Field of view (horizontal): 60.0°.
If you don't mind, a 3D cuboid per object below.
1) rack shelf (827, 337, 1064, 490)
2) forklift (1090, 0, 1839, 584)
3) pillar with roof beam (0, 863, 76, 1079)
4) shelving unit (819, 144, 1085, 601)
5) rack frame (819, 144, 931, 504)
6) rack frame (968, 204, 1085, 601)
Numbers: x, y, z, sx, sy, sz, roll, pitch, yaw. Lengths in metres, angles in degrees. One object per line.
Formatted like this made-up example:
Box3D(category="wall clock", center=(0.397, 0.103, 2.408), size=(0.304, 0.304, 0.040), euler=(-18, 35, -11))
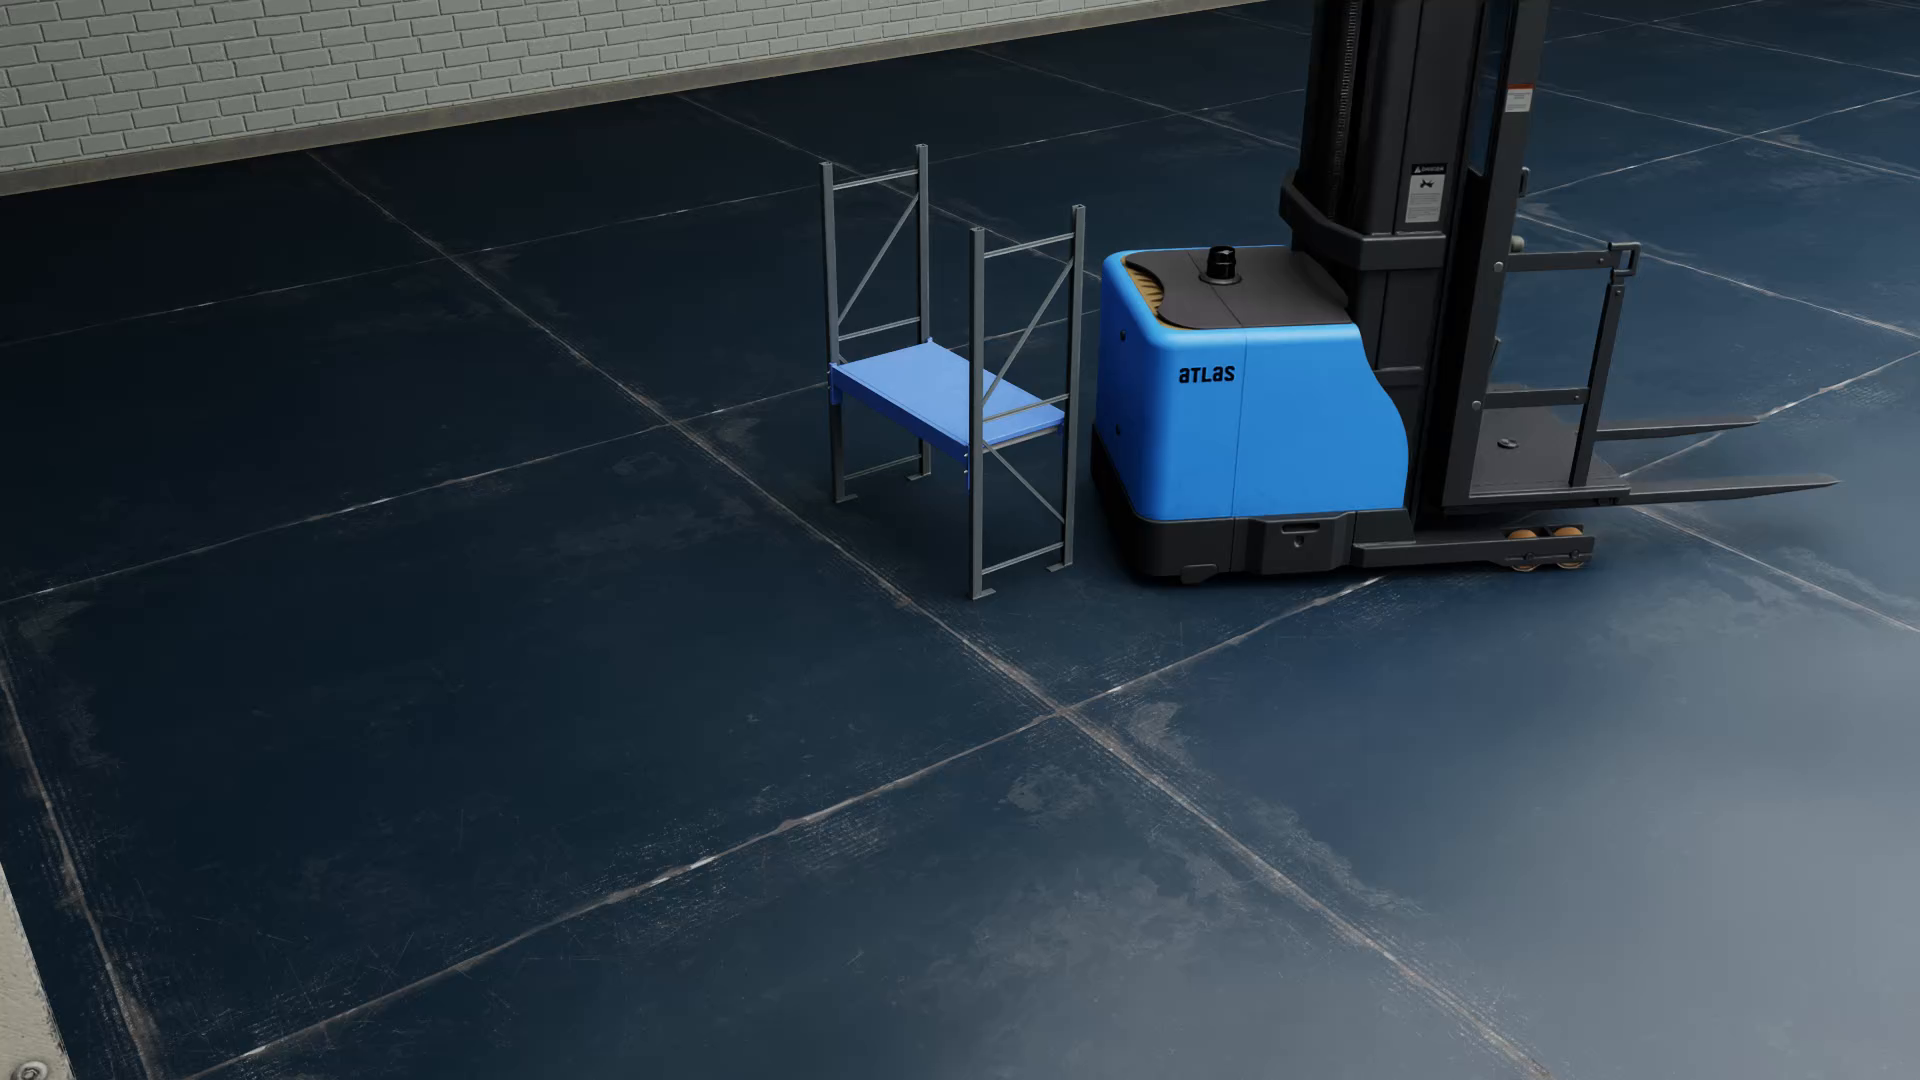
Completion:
Box3D(category="rack shelf", center=(-0.049, -0.534, 6.756), size=(0.538, 0.185, 1.000), euler=(-19, 34, -31))
Box3D(category="forklift", center=(2.132, -1.408, 6.488), size=(3.031, 2.935, 1.130), euler=(-3, 29, -6))
Box3D(category="pillar with roof beam", center=(1.161, -3.622, 4.207), size=(9.100, 9.000, 0.400), euler=(-19, 34, -31))
Box3D(category="shelving unit", center=(-0.049, -0.692, 6.670), size=(0.538, 1.500, 1.048), euler=(-19, 34, -31))
Box3D(category="rack frame", center=(-0.344, -0.890, 7.034), size=(0.500, 1.500, 0.032), euler=(-19, 34, -31))
Box3D(category="rack frame", center=(0.245, -0.495, 6.306), size=(0.500, 1.500, 0.032), euler=(-19, 34, -31))
